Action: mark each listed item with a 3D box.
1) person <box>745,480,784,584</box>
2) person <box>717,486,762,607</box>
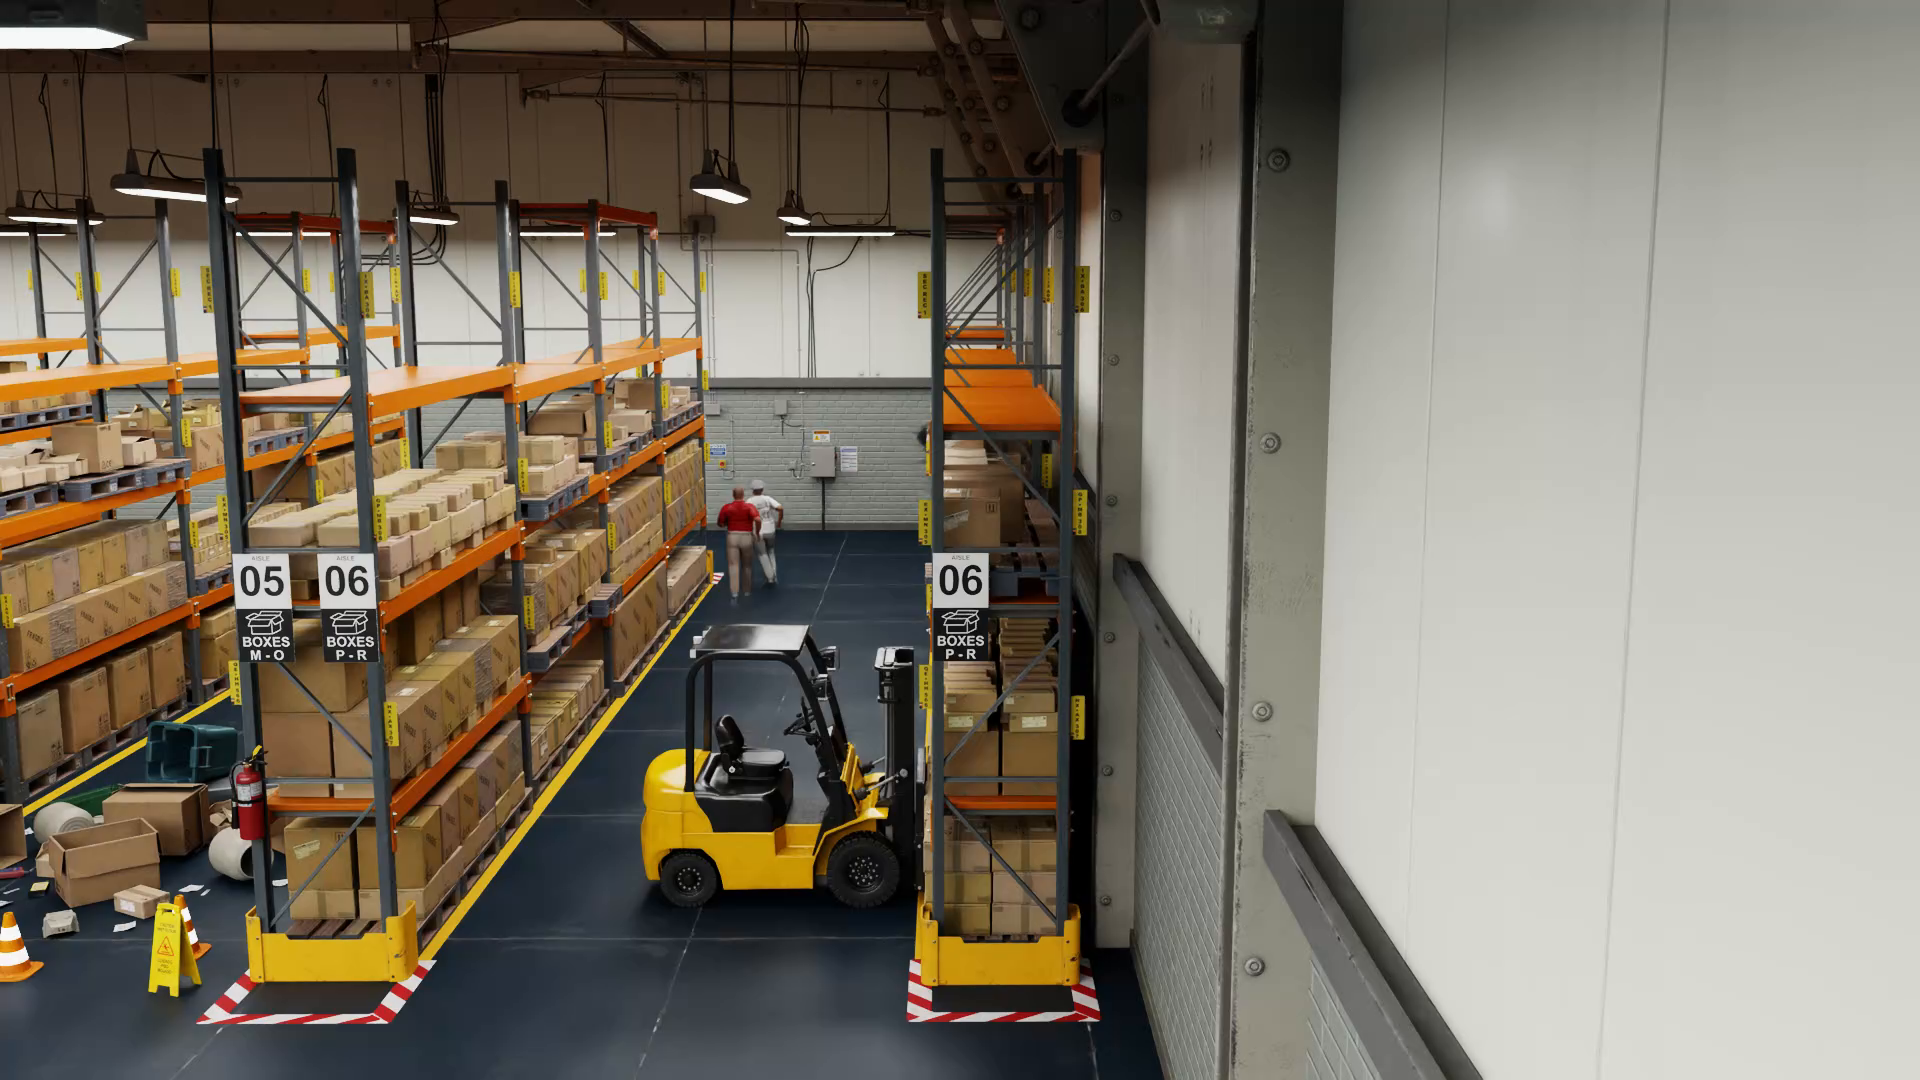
[{"bbox_3d":[-3.296,-0.086,27.650,0.653,1.834,0.702,-4,10,-21],"label":"person"},{"bbox_3d":[-3.271,0.077,24.715,0.662,1.775,0.914,-1,9,-7],"label":"person"}]
